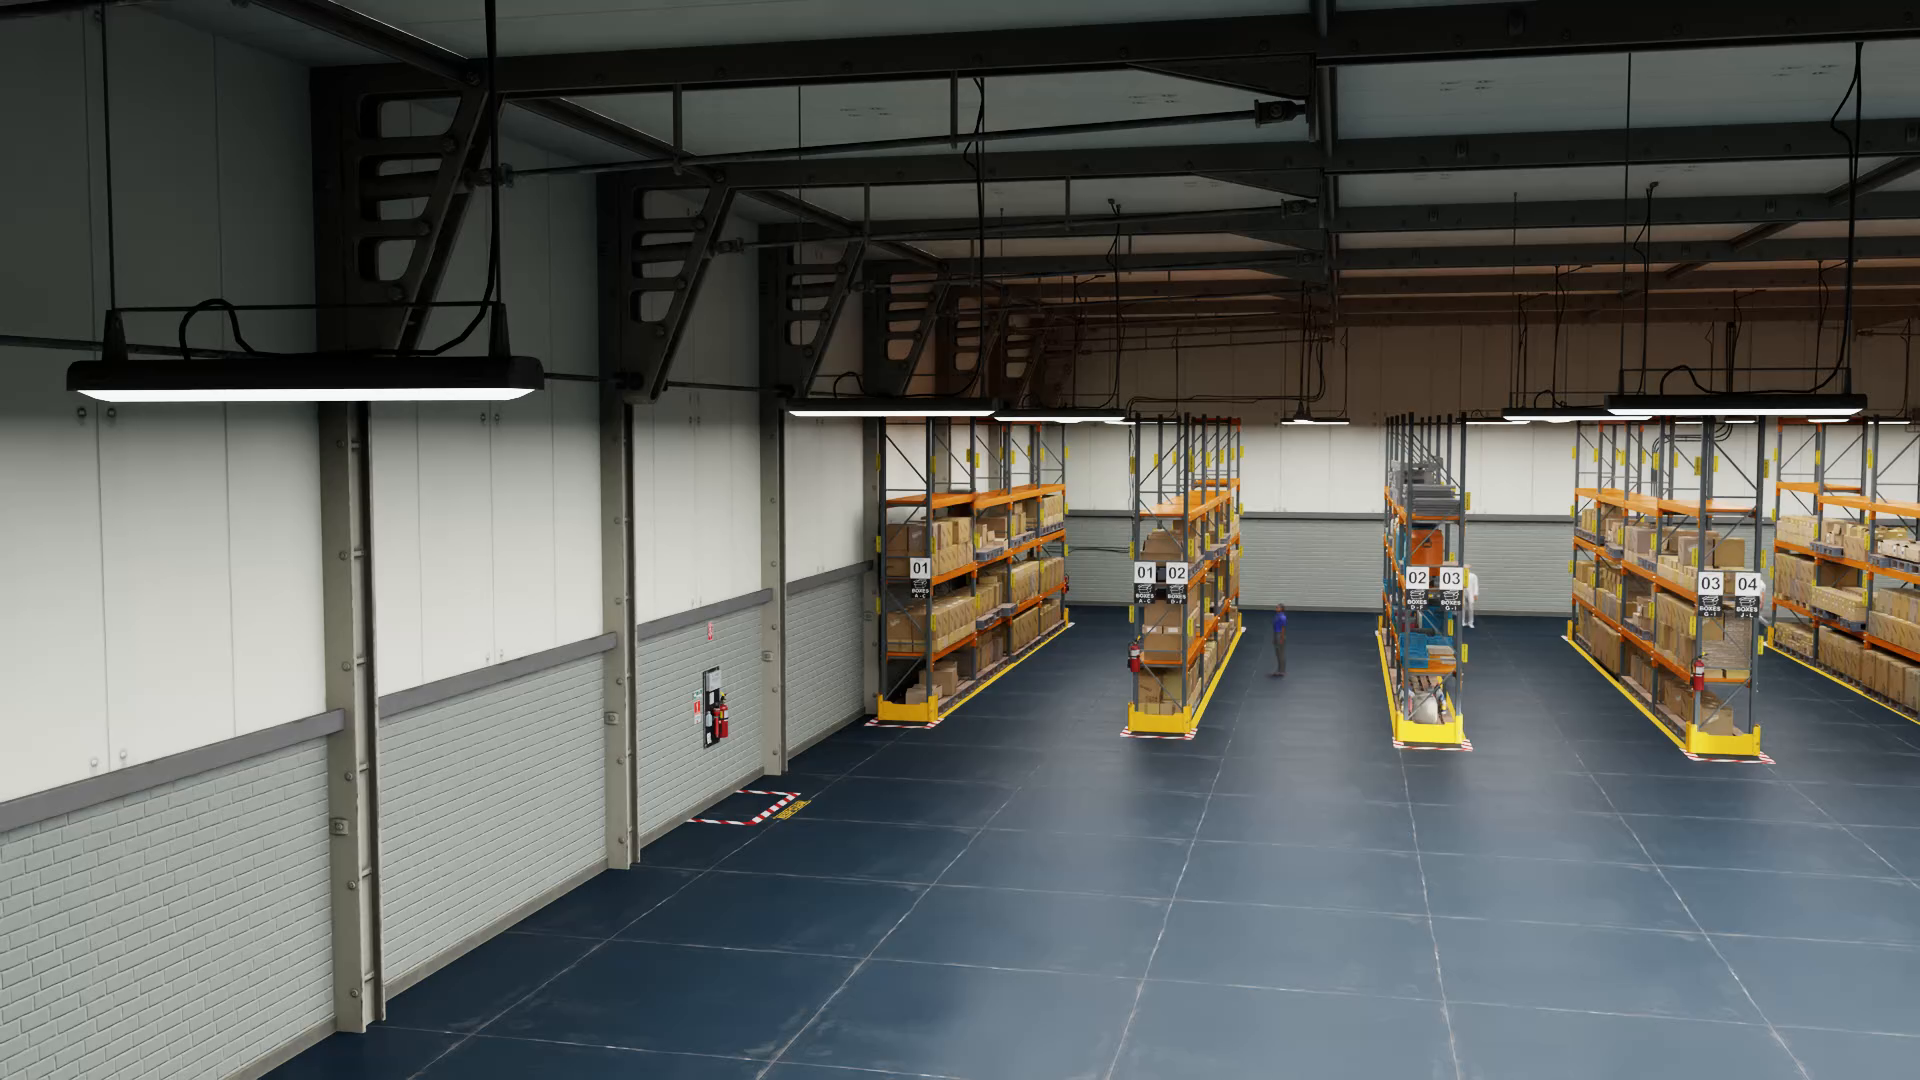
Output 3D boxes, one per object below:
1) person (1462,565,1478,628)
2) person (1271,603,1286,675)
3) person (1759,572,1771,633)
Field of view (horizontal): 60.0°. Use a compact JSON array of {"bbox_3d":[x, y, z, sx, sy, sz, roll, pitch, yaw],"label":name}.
[{"bbox_3d":[14.596,1.613,47.837,0.586,1.805,0.594,1,4,11],"label":"person"},{"bbox_3d":[7.364,2.290,38.487,0.338,1.661,0.505,0,4,3],"label":"person"},{"bbox_3d":[22.080,1.718,46.030,0.652,1.748,0.546,0,4,6],"label":"person"}]
